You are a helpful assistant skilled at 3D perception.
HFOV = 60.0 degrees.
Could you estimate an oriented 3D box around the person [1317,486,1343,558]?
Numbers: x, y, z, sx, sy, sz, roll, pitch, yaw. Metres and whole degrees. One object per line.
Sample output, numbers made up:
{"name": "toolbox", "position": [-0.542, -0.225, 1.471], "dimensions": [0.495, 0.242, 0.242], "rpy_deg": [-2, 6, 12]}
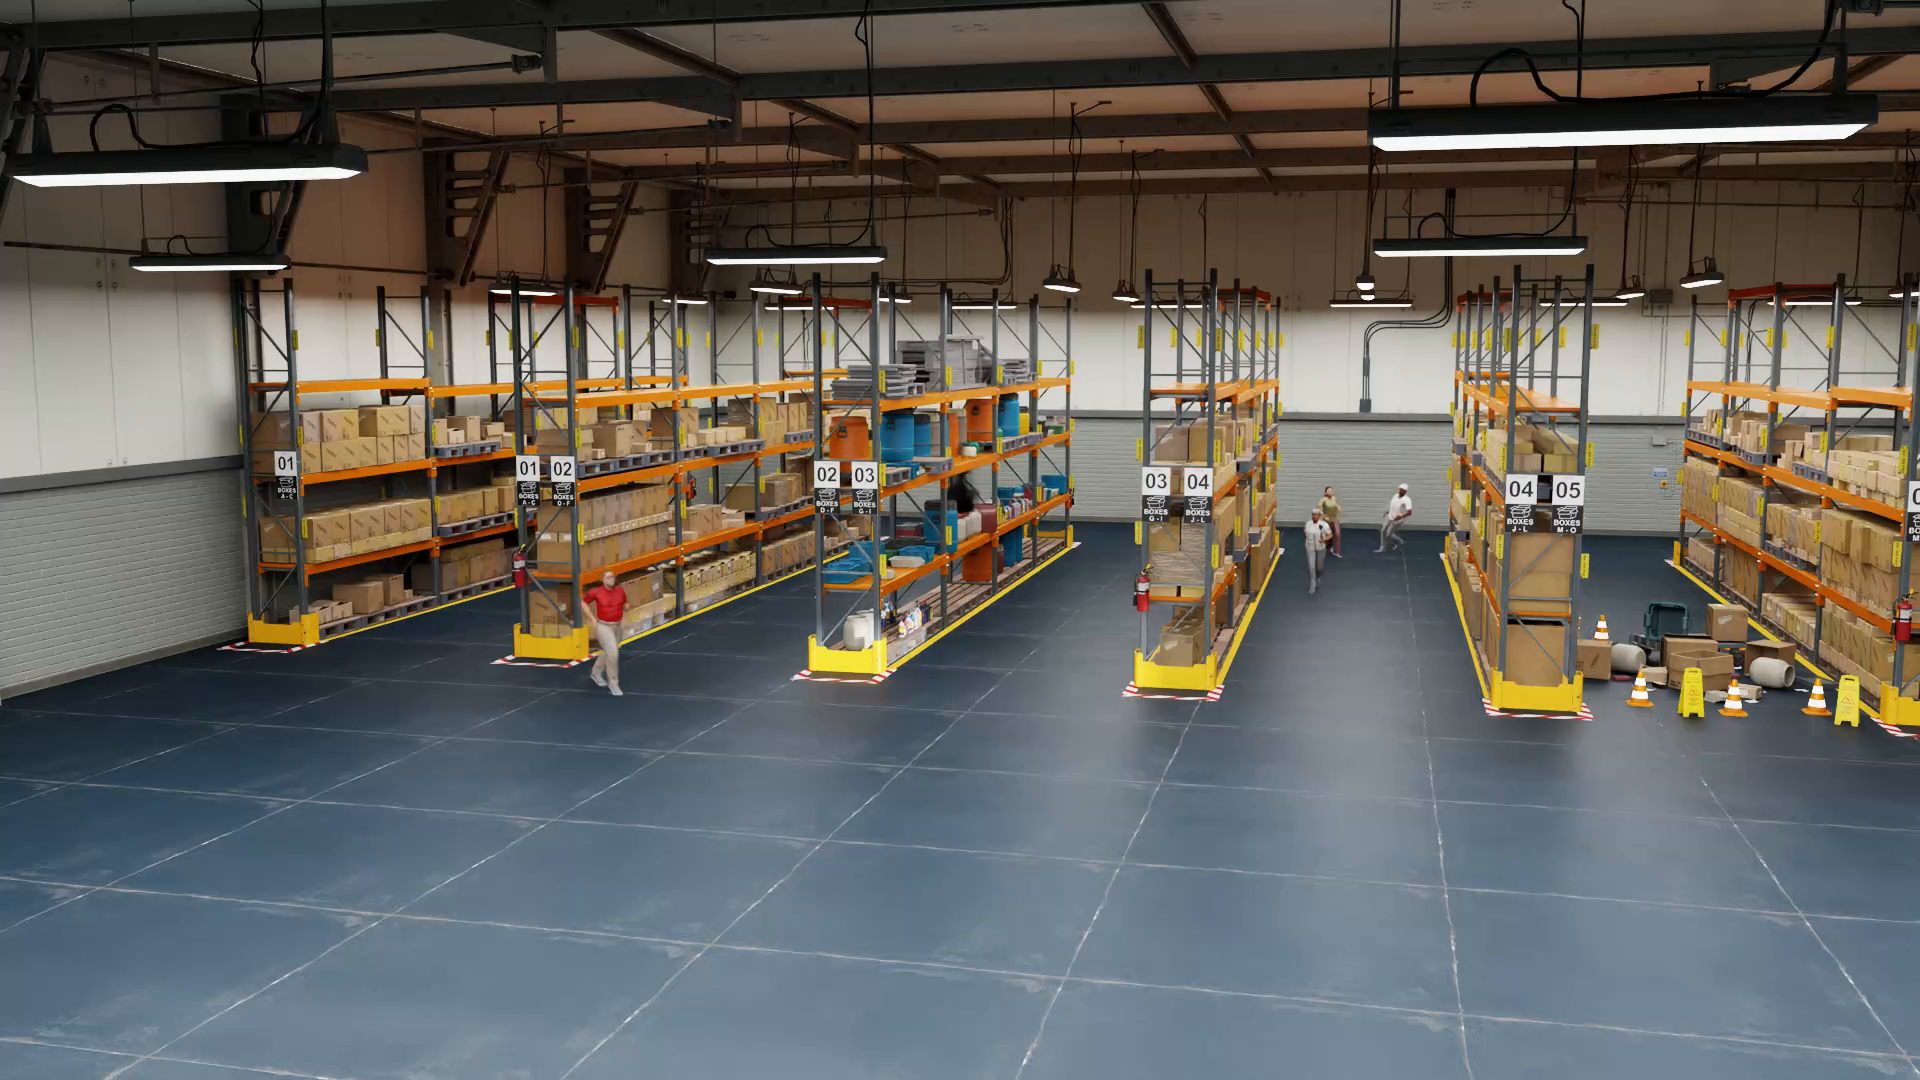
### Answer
{"name": "person", "position": [8.576, -0.418, 38.760], "dimensions": [0.629, 1.693, 0.812], "rpy_deg": [-1, 7, -9]}

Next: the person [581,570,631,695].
{"name": "person", "position": [-5.032, 1.314, 23.826], "dimensions": [0.811, 1.803, 0.629], "rpy_deg": [5, 9, 38]}

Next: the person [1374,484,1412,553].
{"name": "person", "position": [10.194, -0.494, 39.020], "dimensions": [0.636, 1.674, 0.763], "rpy_deg": [-2, 7, -16]}

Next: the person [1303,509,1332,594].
{"name": "person", "position": [7.141, 0.208, 33.270], "dimensions": [0.598, 1.676, 0.823], "rpy_deg": [2, 7, 19]}
